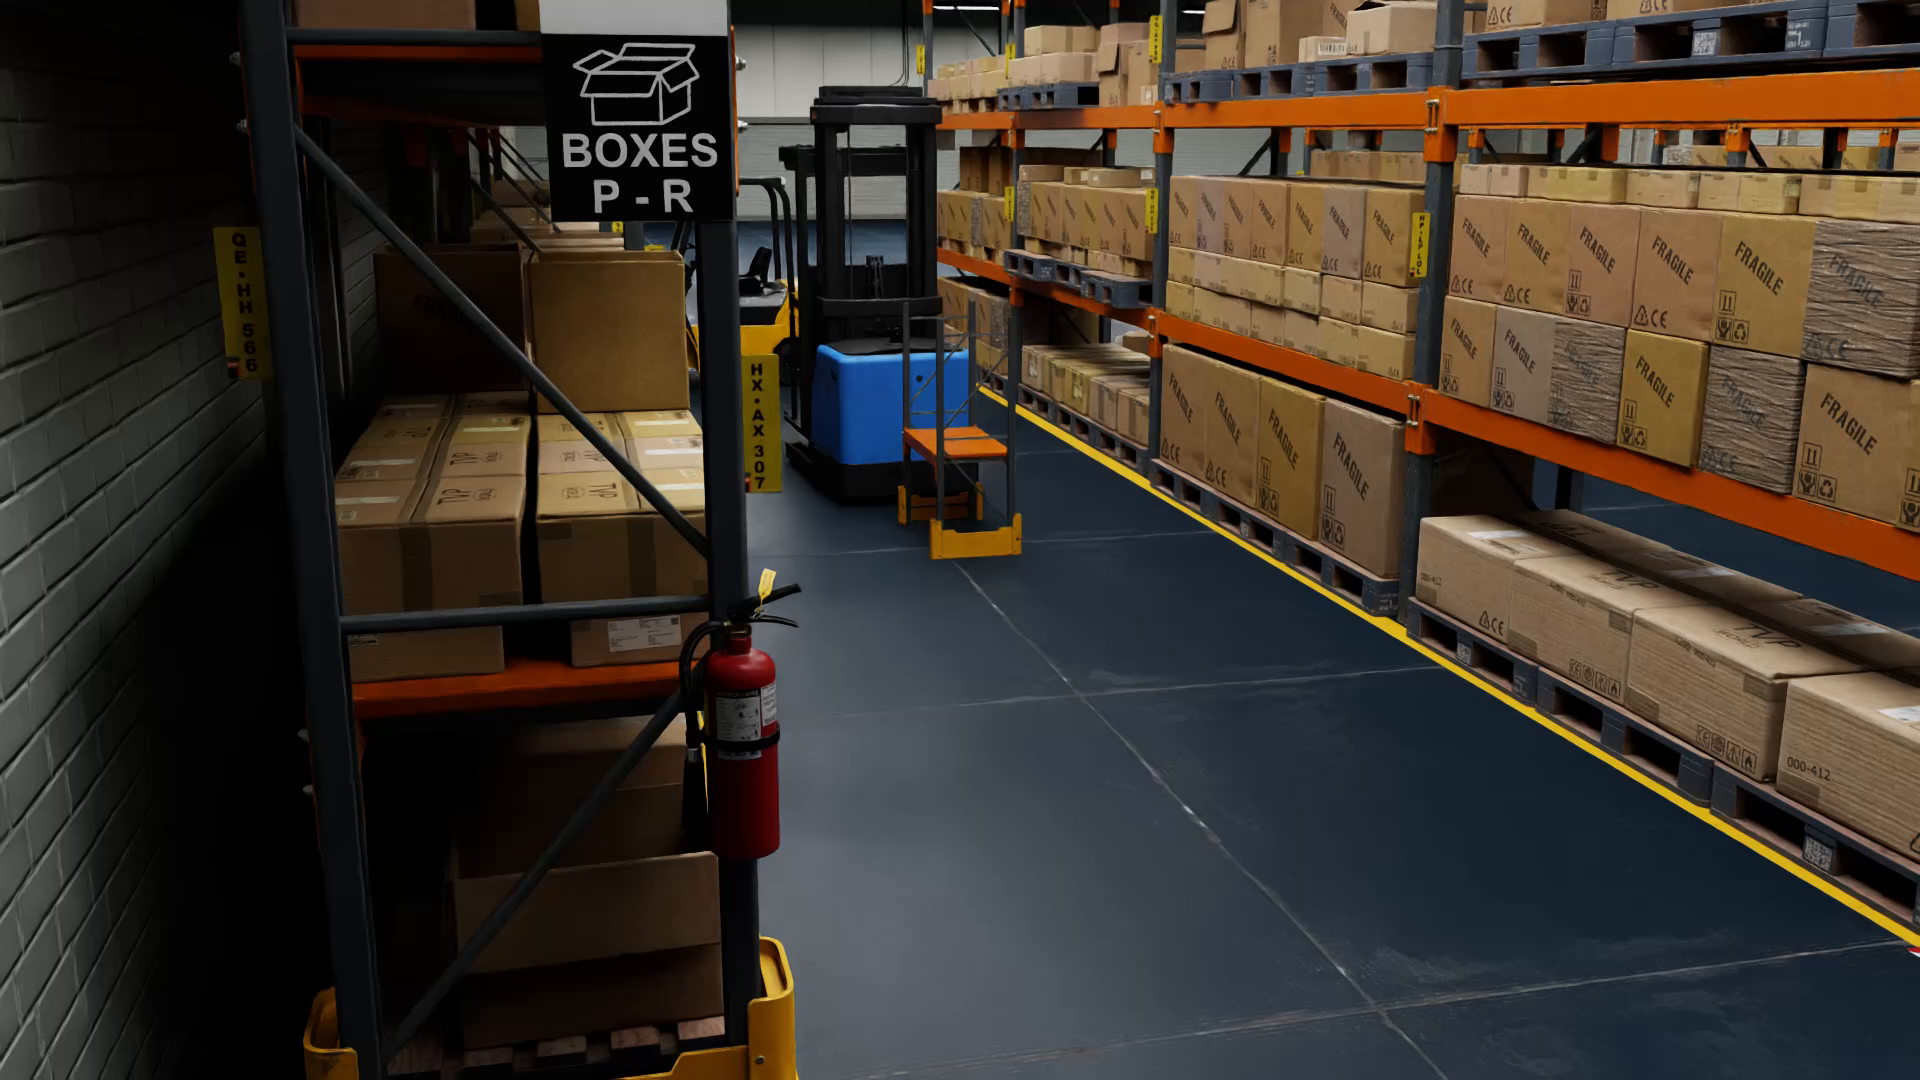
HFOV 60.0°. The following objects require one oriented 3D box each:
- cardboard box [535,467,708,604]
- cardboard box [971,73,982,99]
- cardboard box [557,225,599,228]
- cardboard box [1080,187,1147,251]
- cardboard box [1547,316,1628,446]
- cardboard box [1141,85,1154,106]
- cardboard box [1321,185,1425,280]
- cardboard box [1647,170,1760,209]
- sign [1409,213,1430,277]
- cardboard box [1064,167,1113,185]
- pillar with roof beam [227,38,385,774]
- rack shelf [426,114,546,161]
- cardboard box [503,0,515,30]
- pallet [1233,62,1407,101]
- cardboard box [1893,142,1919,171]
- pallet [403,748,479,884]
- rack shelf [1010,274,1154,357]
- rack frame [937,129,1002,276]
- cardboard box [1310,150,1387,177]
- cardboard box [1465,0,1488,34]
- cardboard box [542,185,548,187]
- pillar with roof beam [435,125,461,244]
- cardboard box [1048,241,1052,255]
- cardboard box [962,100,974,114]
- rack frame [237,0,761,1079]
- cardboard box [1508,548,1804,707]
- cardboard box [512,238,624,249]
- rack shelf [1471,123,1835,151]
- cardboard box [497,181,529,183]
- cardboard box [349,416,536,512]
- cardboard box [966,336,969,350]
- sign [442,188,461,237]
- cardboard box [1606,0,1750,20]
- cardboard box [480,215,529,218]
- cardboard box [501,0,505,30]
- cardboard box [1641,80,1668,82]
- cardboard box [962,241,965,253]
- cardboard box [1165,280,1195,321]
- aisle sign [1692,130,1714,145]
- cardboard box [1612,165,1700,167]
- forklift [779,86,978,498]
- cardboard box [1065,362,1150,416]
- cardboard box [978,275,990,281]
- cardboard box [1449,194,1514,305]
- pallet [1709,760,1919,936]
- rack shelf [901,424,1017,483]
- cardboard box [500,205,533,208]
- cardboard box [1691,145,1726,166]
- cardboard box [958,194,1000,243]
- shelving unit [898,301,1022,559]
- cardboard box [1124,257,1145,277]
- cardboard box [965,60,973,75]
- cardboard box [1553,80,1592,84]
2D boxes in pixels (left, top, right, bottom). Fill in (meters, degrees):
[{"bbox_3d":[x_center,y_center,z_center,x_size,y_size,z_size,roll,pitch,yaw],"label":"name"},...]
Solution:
[{"bbox_3d":[-0.843,-0.012,4.346,0.500,0.250,0.500,-3,14,-13],"label":"cardboard box"},{"bbox_3d":[0.417,-4.717,17.284,0.500,0.250,0.500,-4,14,-14],"label":"cardboard box"},{"bbox_3d":[-2.729,-2.181,11.958,0.380,0.149,0.250,-3,14,-12],"label":"cardboard box"},{"bbox_3d":[1.318,-2.665,13.794,0.500,0.500,0.500,-4,14,-17],"label":"cardboard box"},{"bbox_3d":[2.967,-0.715,7.324,0.500,0.500,0.500,-3,14,-13],"label":"cardboard box"},{"bbox_3d":[1.603,-3.397,12.720,0.380,0.149,0.250,-3,14,-13],"label":"cardboard box"},{"bbox_3d":[2.409,-1.763,9.507,0.500,0.500,0.500,-3,14,-12],"label":"cardboard box"},{"bbox_3d":[3.048,-1.431,6.779,0.380,0.149,0.250,-3,14,-13],"label":"cardboard box"},{"bbox_3d":[2.361,-1.513,8.525,0.100,0.325,0.005,-3,14,-13],"label":"sign"},{"bbox_3d":[1.130,-3.206,14.639,0.380,0.149,0.250,-2,14,-10],"label":"cardboard box"},{"bbox_3d":[1.534,-3.687,7.057,9.100,9.000,0.400,-3,14,-13],"label":"pillar with roof beam"},{"bbox_3d":[-2.407,-2.313,9.268,1.077,0.370,4.000,-3,14,-13],"label":"rack shelf"},{"bbox_3d":[-0.934,-1.301,4.143,0.380,0.149,0.250,-3,14,-12],"label":"cardboard box"},{"bbox_3d":[2.415,-2.906,10.579,1.003,0.211,1.213,-3,14,-11],"label":"pallet"},{"bbox_3d":[10.691,-3.723,17.698,1.000,1.000,1.000,-3,14,-13],"label":"cardboard box"},{"bbox_3d":[-1.487,1.052,6.178,1.003,0.211,1.213,-3,14,-13],"label":"pallet"},{"bbox_3d":[1.477,-2.056,14.537,1.077,0.370,4.000,-3,14,-13],"label":"rack shelf"},{"bbox_3d":[0.068,-3.789,20.117,1.000,3.000,0.127,-3,14,-13],"label":"rack frame"},{"bbox_3d":[4.906,-4.598,20.837,0.875,0.550,0.550,-3,14,-13],"label":"cardboard box"},{"bbox_3d":[2.961,-2.950,9.267,0.500,0.500,0.500,-4,14,-14],"label":"cardboard box"},{"bbox_3d":[-3.982,-3.480,16.647,0.380,0.149,0.250,-3,14,-13],"label":"cardboard box"},{"bbox_3d":[-1.284,-6.455,18.388,9.100,9.000,0.400,-3,14,-13],"label":"pillar with roof beam"},{"bbox_3d":[1.021,-2.684,15.238,0.380,0.149,0.250,-2,14,-10],"label":"cardboard box"},{"bbox_3d":[0.239,-4.673,17.945,0.380,0.149,0.250,-4,14,-15],"label":"cardboard box"},{"bbox_3d":[-0.995,0.179,3.874,0.949,2.616,0.053,-3,14,-13],"label":"rack frame"},{"bbox_3d":[3.140,0.377,7.578,0.875,0.438,0.875,-4,14,-15],"label":"cardboard box"},{"bbox_3d":[-2.140,-1.421,9.326,0.700,0.500,0.500,-3,14,-13],"label":"cardboard box"},{"bbox_3d":[6.265,-3.812,15.406,1.077,0.370,4.000,-3,14,-13],"label":"rack shelf"},{"bbox_3d":[-4.737,-3.750,17.753,0.380,0.149,0.250,-3,14,-13],"label":"cardboard box"},{"bbox_3d":[-1.596,-0.217,5.185,0.500,0.250,0.500,-3,14,-11],"label":"cardboard box"},{"bbox_3d":[0.358,-2.096,18.095,0.500,0.250,0.500,-3,14,-12],"label":"cardboard box"},{"bbox_3d":[-3.416,-2.197,11.160,0.100,0.325,0.005,-3,14,-13],"label":"sign"},{"bbox_3d":[3.234,-2.472,7.090,0.797,0.503,0.637,-2,14,-9],"label":"cardboard box"},{"bbox_3d":[-3.694,-2.563,13.519,0.380,0.149,0.250,-3,14,-14],"label":"cardboard box"},{"bbox_3d":[-1.976,-2.024,6.262,0.500,0.250,0.500,-3,14,-14],"label":"cardboard box"},{"bbox_3d":[6.540,-4.323,15.072,0.500,0.311,0.500,-4,14,-14],"label":"cardboard box"},{"bbox_3d":[0.232,-3.278,18.552,0.380,0.149,0.250,-3,14,-11],"label":"cardboard box"},{"bbox_3d":[1.817,-1.744,12.062,0.500,0.250,0.500,-4,14,-14],"label":"cardboard box"},{"bbox_3d":[9.978,-5.636,22.197,0.394,0.787,0.004,-3,14,-13],"label":"aisle sign"},{"bbox_3d":[3.274,-1.692,7.849,0.380,0.149,0.250,-3,14,-13],"label":"cardboard box"},{"bbox_3d":[-0.784,-2.032,13.067,1.130,2.935,3.031,-4,14,-17],"label":"forklift"},{"bbox_3d":[1.470,-1.347,14.773,0.950,0.372,0.625,-3,14,-11],"label":"cardboard box"},{"bbox_3d":[0.510,-2.852,19.608,0.500,0.500,0.500,-3,14,-13],"label":"cardboard box"},{"bbox_3d":[2.763,-1.432,8.151,0.500,0.500,0.500,-3,14,-13],"label":"cardboard box"},{"bbox_3d":[3.562,1.076,6.077,1.003,0.211,1.213,-3,14,-13],"label":"pallet"},{"bbox_3d":[-0.020,-0.574,10.872,0.538,0.185,1.000,-3,14,-13],"label":"rack shelf"},{"bbox_3d":[-4.142,-3.013,15.361,0.380,0.149,0.250,-3,14,-13],"label":"cardboard box"},{"bbox_3d":[9.676,-4.763,21.157,0.500,0.500,0.500,-3,14,-13],"label":"cardboard box"},{"bbox_3d":[0.283,-3.504,18.112,0.500,0.500,0.500,-4,14,-14],"label":"cardboard box"},{"bbox_3d":[-0.018,-0.746,10.821,0.587,1.500,1.083,-3,14,-13],"label":"shelving unit"},{"bbox_3d":[1.508,-2.146,13.036,0.380,0.149,0.250,-3,14,-12],"label":"cardboard box"},{"bbox_3d":[0.264,-5.002,17.611,0.380,0.149,0.250,-3,14,-12],"label":"cardboard box"},{"bbox_3d":[5.872,-4.416,15.795,0.380,0.149,0.250,-3,14,-13],"label":"cardboard box"}]
